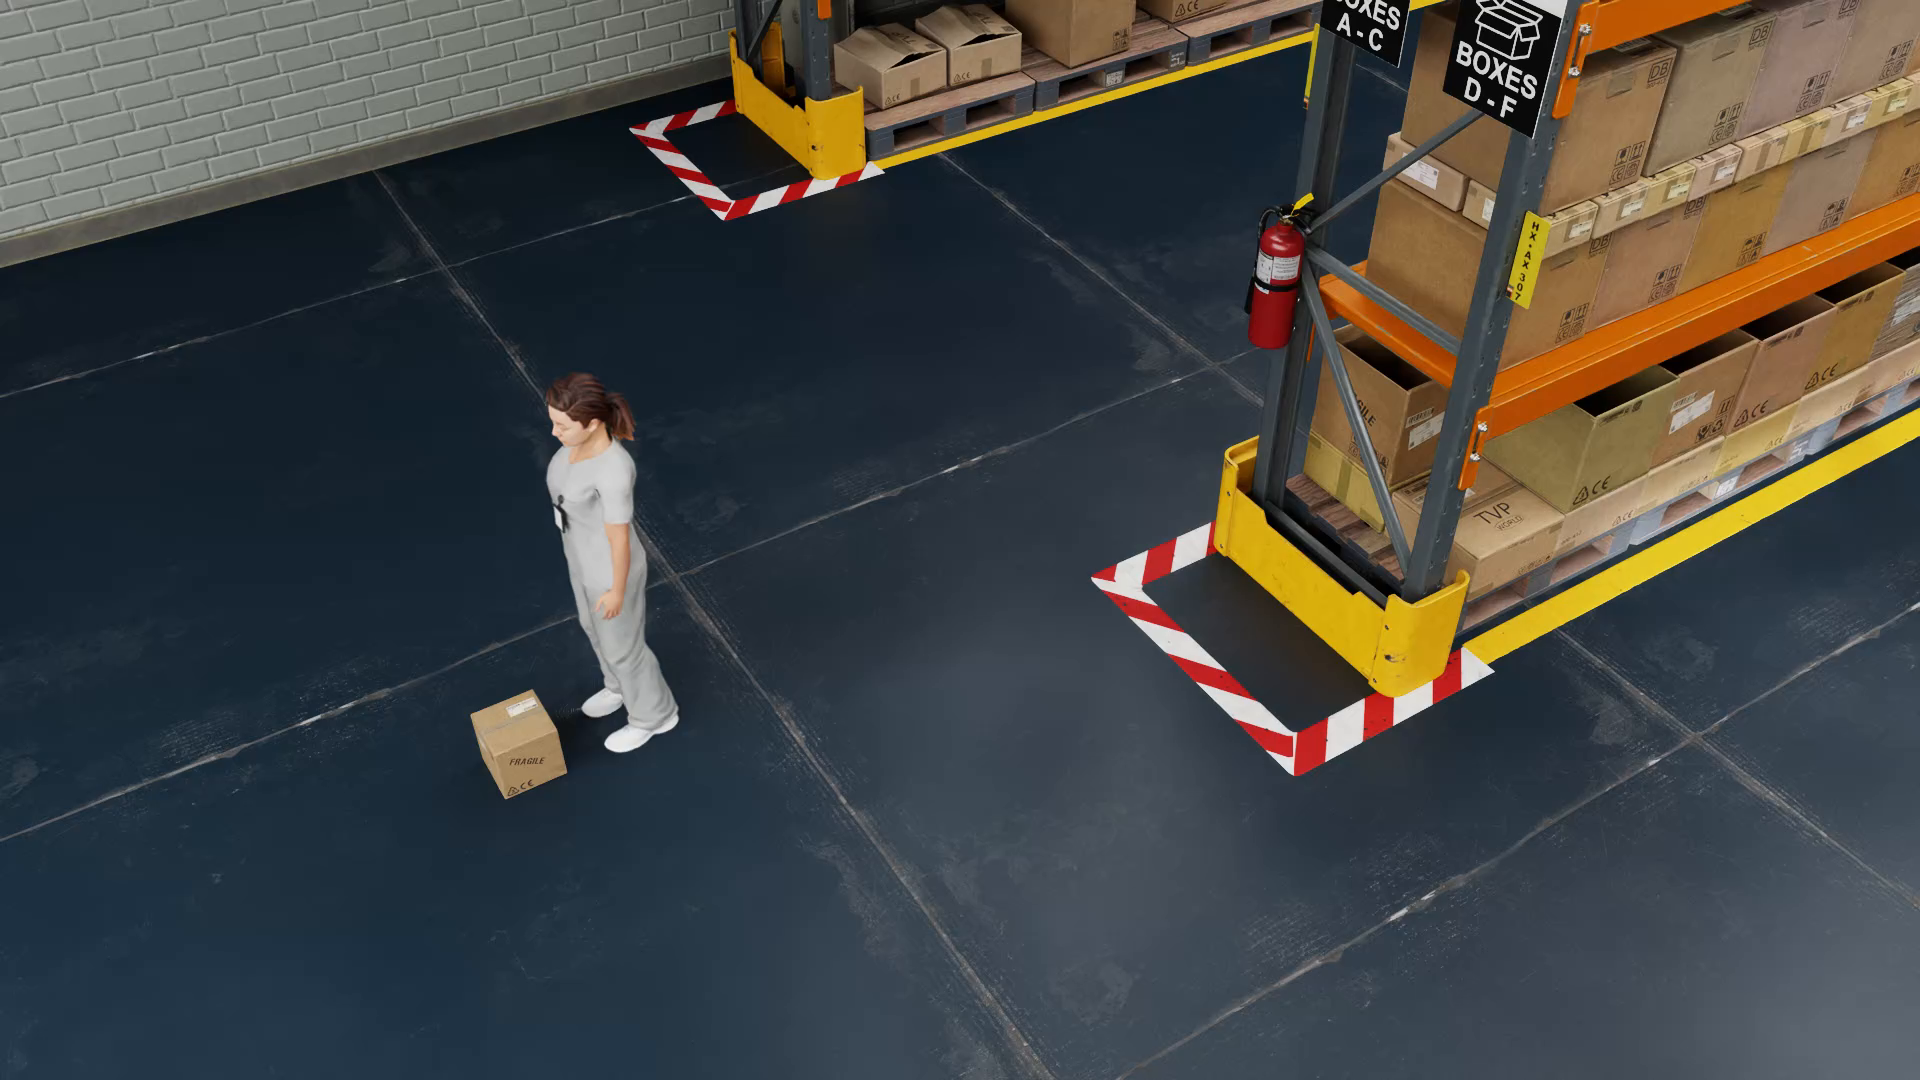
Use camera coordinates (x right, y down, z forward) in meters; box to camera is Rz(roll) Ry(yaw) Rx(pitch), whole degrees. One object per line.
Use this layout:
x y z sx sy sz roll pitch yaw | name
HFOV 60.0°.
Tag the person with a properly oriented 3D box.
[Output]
-1.276 0.083 6.067 0.365 1.672 0.439 -22 45 -23 | person
